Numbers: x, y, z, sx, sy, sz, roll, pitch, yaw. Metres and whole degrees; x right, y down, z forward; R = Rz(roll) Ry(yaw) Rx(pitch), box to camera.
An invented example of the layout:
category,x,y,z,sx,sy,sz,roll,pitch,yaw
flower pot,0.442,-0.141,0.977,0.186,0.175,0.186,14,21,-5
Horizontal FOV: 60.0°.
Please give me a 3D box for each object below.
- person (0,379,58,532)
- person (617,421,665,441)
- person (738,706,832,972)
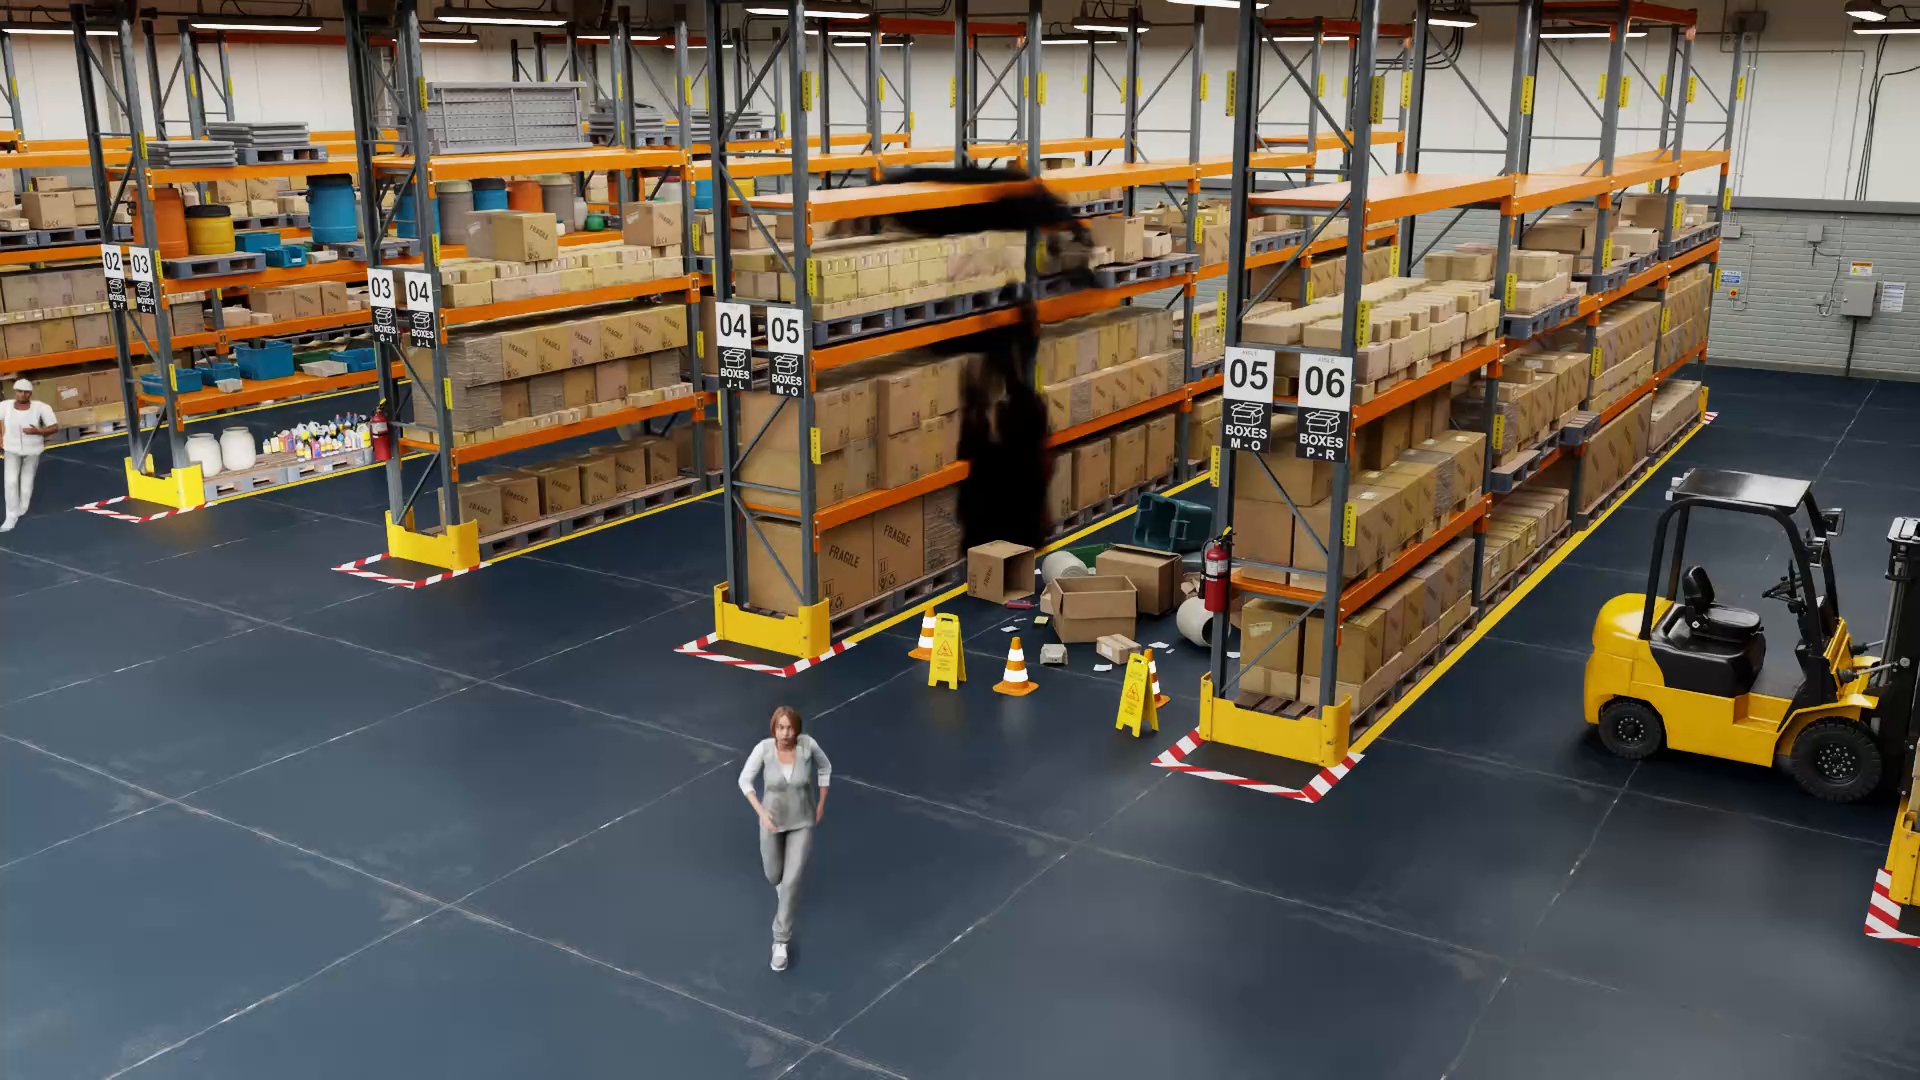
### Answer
category,x,y,z,sx,sy,sz,roll,pitch,yaw
person,-11.136,-1.052,19.833,0.745,1.773,0.734,-8,17,-26
person,-4.489,-1.929,23.124,0.618,1.648,0.742,11,19,34
person,-1.057,1.721,10.148,0.566,1.584,0.819,-2,16,-6
